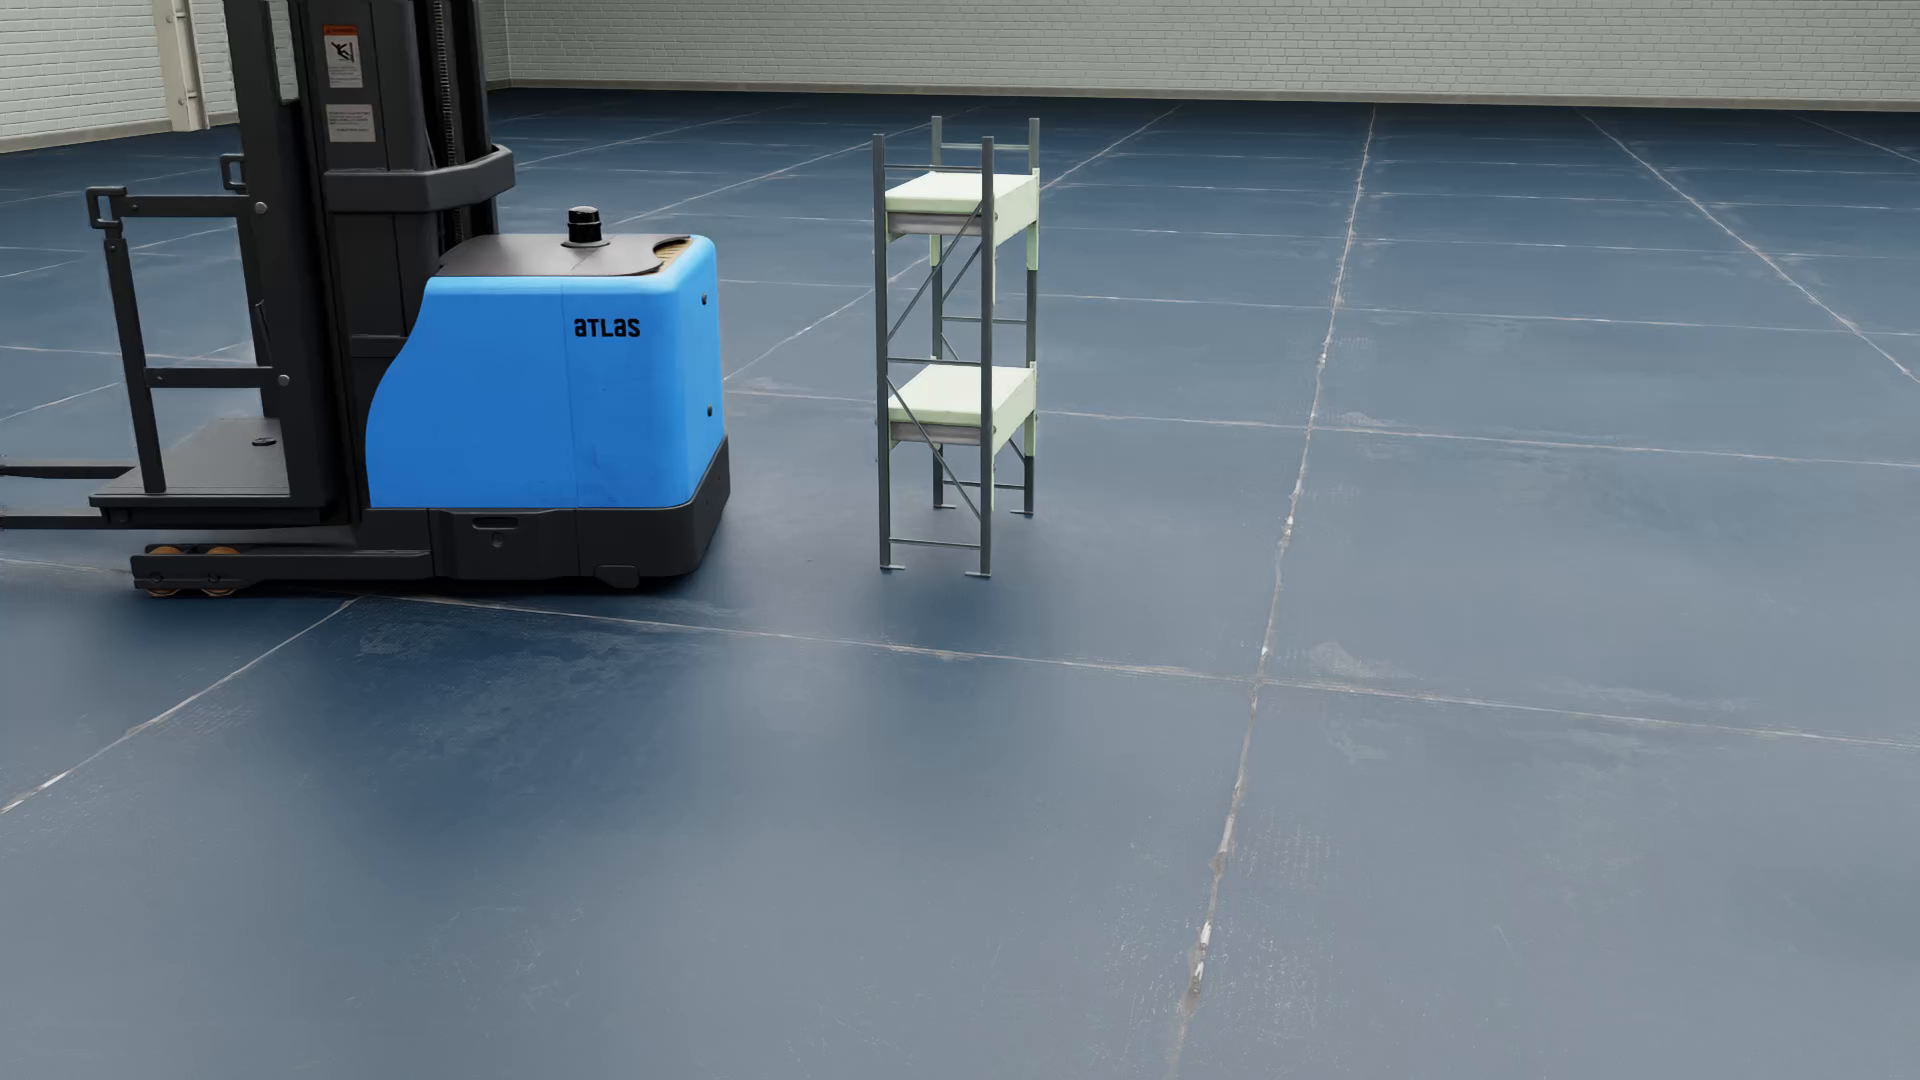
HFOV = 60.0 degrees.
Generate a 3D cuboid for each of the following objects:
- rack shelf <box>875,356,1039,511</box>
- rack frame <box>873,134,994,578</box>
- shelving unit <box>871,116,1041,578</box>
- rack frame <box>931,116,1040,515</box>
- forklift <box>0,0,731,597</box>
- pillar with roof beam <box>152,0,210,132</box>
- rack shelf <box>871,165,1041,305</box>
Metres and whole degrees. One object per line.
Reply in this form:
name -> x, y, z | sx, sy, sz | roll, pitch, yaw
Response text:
rack shelf -> 0.002, -0.403, 6.057 | 0.431, 0.370, 0.720 | 5, 19, 13
rack frame -> -0.088, -0.597, 5.615 | 0.400, 1.500, 0.023 | 5, 19, 13
shelving unit -> 0.002, -0.712, 5.951 | 0.431, 1.500, 0.755 | 5, 19, 13
rack frame -> 0.091, -0.827, 6.287 | 0.400, 1.500, 0.023 | 5, 19, 13
forklift -> -2.413, -1.366, 5.652 | 3.031, 2.935, 1.130 | 0, 19, 0
pillar with roof beam -> -6.124, -9.407, 19.806 | 9.100, 9.000, 0.400 | 5, 19, 13
rack shelf -> 0.002, -1.081, 5.825 | 0.431, 0.370, 0.720 | 5, 19, 13
